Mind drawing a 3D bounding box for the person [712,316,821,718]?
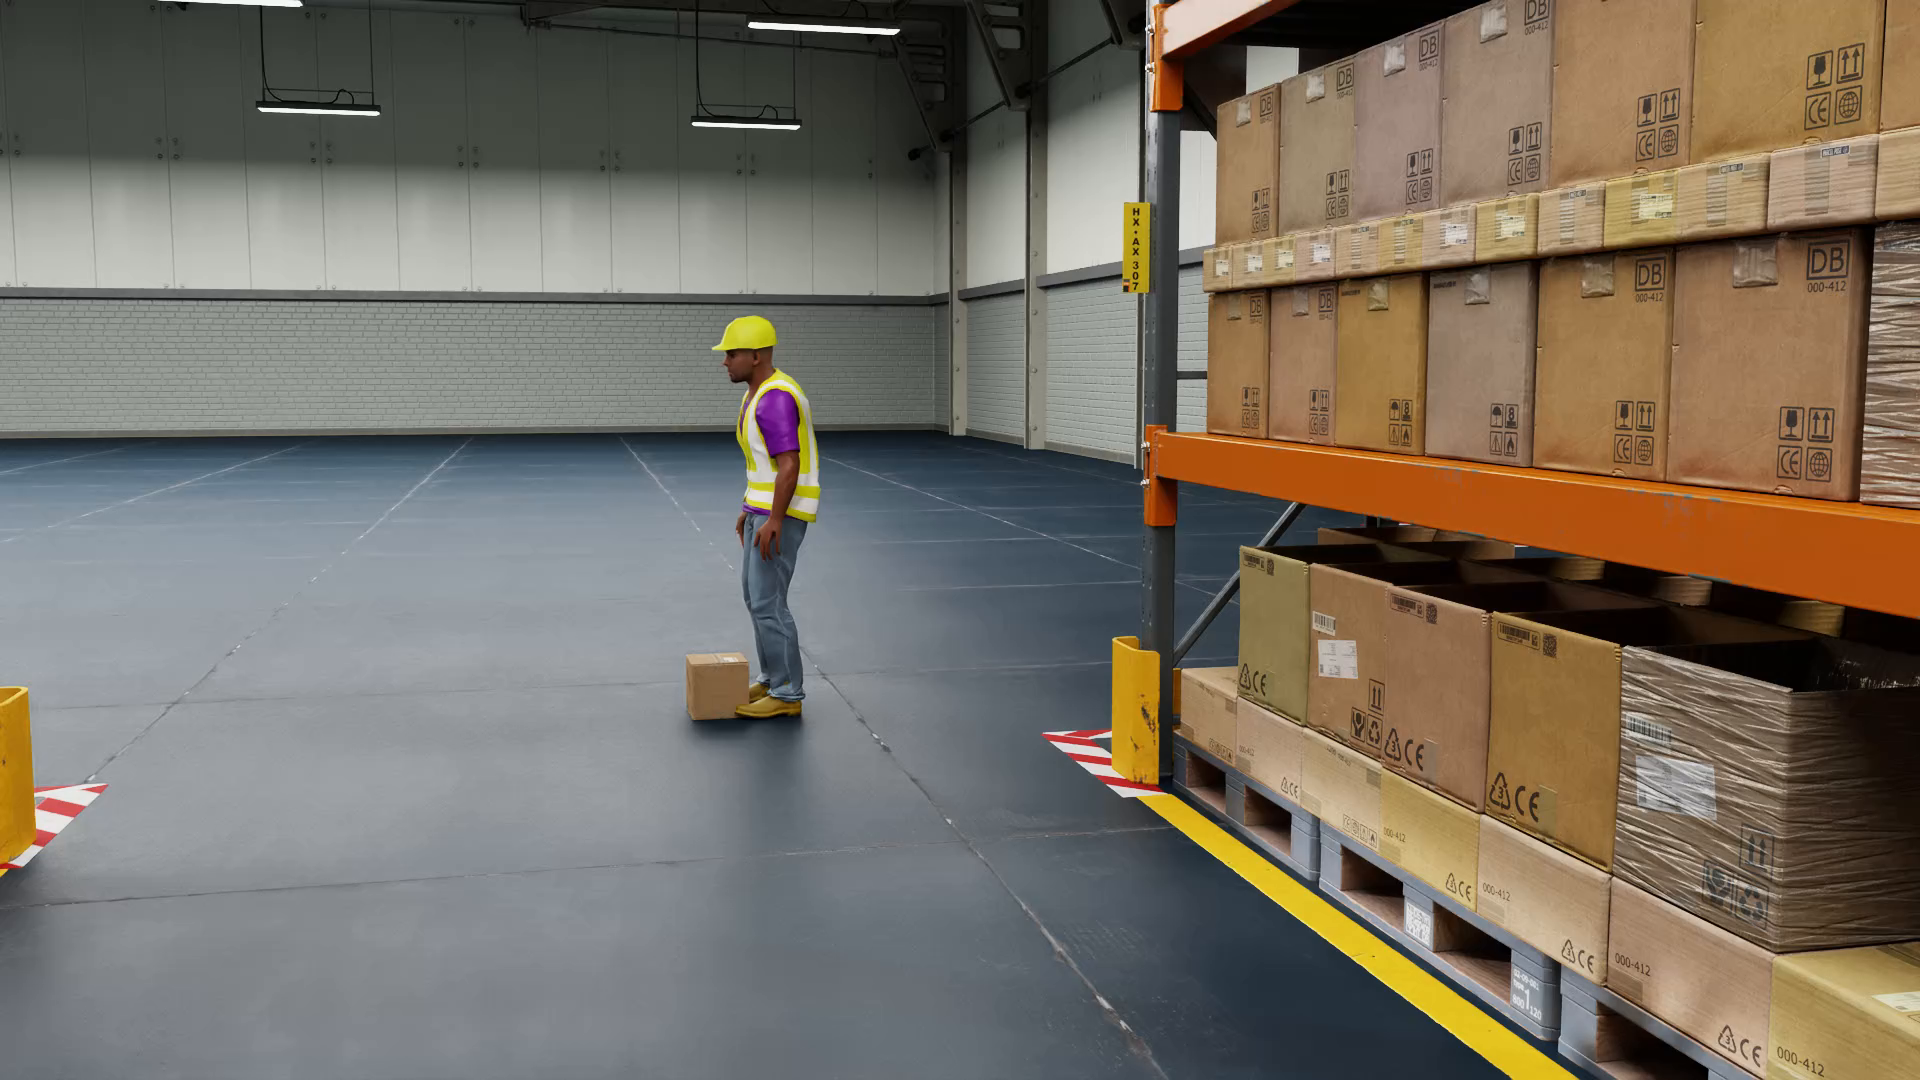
[{"bbox_3d":[-0.862,-0.107,7.376,0.459,1.761,0.638,-2,6,-15],"label":"person"}]
